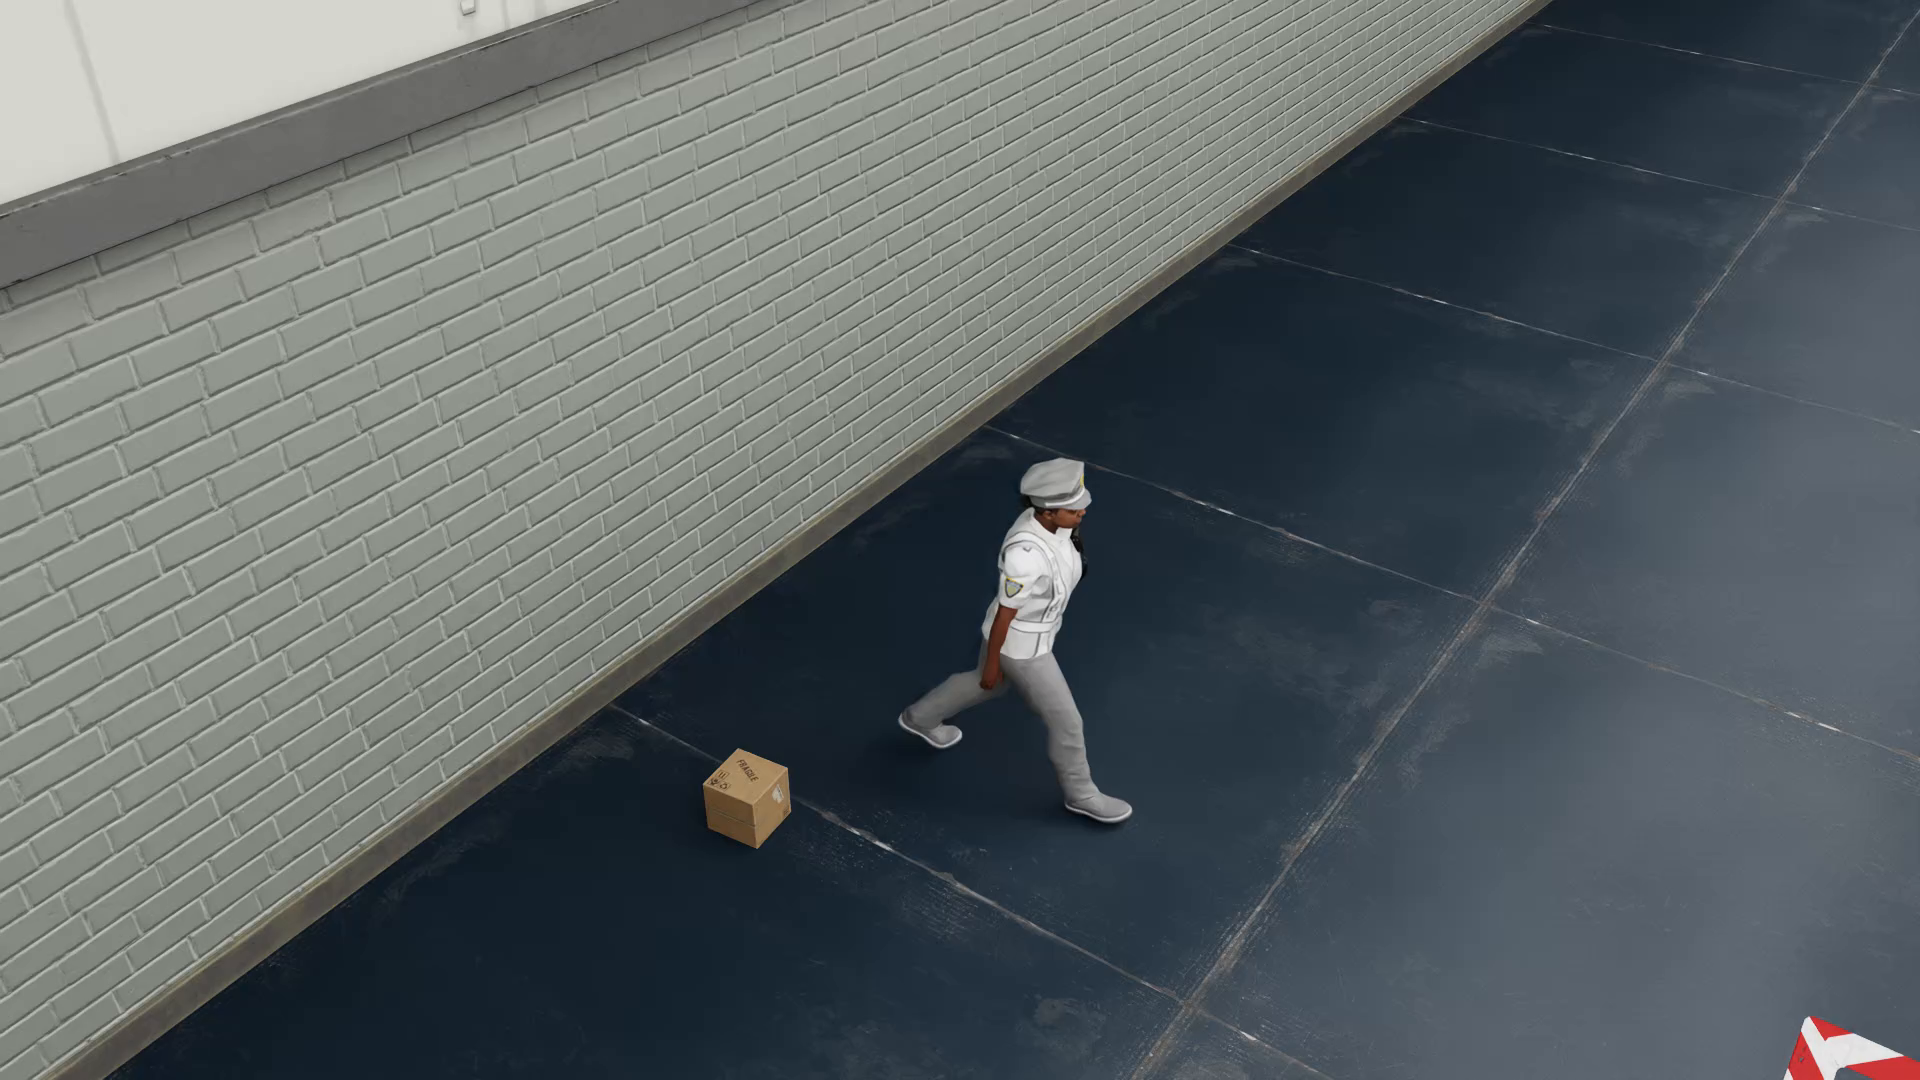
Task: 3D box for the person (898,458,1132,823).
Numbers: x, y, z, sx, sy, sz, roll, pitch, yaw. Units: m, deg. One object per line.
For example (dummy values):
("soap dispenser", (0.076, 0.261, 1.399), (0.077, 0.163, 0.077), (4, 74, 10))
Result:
("person", (0.230, 0.356, 6.652), (1.069, 1.607, 0.449), (9, 36, 13))
